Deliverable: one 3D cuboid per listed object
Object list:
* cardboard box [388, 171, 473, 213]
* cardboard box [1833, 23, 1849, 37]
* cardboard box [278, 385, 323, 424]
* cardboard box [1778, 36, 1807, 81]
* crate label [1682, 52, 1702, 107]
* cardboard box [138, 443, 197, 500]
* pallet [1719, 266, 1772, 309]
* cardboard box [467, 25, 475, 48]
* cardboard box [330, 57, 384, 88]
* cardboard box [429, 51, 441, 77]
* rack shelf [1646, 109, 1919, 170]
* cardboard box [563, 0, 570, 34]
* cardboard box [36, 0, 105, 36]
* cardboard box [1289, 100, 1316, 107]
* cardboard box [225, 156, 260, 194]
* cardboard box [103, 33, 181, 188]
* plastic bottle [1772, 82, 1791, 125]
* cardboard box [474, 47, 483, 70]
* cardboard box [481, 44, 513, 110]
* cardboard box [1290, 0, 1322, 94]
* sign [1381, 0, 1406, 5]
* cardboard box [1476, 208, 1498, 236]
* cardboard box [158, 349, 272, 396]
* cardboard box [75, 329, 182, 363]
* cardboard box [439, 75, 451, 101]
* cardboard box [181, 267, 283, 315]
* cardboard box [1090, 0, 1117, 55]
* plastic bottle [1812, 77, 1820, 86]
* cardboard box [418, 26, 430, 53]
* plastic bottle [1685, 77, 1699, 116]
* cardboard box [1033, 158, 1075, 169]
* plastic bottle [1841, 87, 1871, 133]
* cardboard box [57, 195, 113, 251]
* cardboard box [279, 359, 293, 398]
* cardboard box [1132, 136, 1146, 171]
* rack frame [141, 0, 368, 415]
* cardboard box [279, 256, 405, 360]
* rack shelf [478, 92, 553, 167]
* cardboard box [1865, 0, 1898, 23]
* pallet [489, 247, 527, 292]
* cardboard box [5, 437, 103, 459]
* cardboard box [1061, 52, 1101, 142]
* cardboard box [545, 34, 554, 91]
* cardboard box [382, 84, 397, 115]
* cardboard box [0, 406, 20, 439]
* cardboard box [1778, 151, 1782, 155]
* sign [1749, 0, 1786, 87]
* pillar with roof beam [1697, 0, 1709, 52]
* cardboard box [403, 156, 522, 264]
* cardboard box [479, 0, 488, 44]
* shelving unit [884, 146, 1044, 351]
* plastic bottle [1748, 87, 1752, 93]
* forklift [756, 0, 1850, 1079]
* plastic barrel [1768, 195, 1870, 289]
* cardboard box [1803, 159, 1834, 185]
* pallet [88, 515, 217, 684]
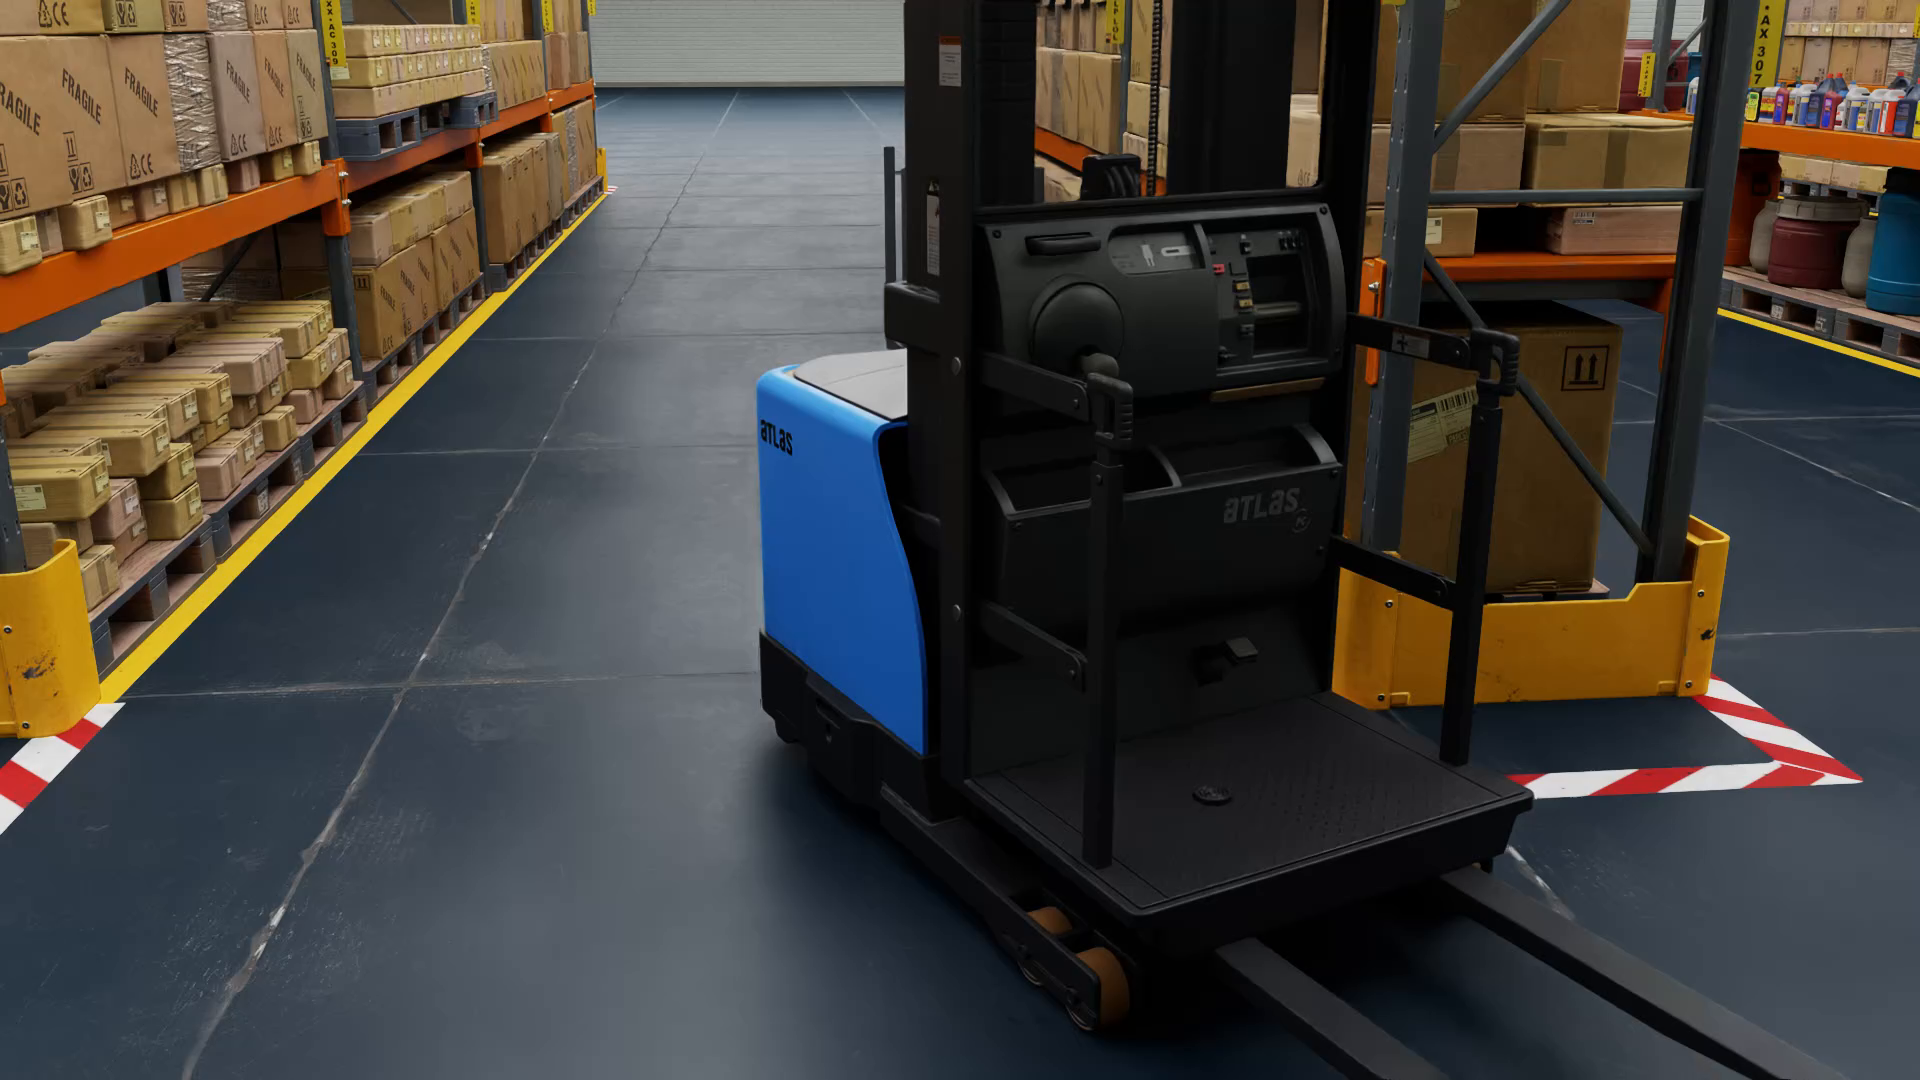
[{"bbox_3d":[-3.700,-2.421,11.600,0.500,0.250,0.500,-2,18,-7],"label":"cardboard box"},{"bbox_3d":[9.983,-5.681,18.513,0.380,0.149,0.250,-1,17,-4],"label":"cardboard box"},{"bbox_3d":[-3.204,-0.636,7.754,0.380,0.149,0.250,-2,18,-7],"label":"cardboard box"},{"bbox_3d":[10.081,-5.666,19.550,0.700,0.500,0.500,-2,18,-5],"label":"cardboard box"},{"bbox_3d":[6.006,-3.848,13.868,0.502,0.435,0.616,-2,18,-6],"label":"crate label"},{"bbox_3d":[-3.009,-0.247,6.017,0.380,0.149,0.250,-1,17,-4],"label":"cardboard box"},{"bbox_3d":[5.962,-1.963,12.577,1.003,0.211,1.213,-2,18,-6],"label":"pallet"},{"bbox_3d":[-3.501,-3.408,11.251,0.380,0.149,0.250,-2,18,-6],"label":"cardboard box"},{"bbox_3d":[-3.202,-2.413,8.577,0.380,0.149,0.250,-1,17,-5],"label":"cardboard box"},{"bbox_3d":[-3.365,-2.879,10.061,0.380,0.149,0.250,-2,18,-7],"label":"cardboard box"},{"bbox_3d":[6.046,-2.588,11.113,1.077,0.370,4.000,-2,18,-6],"label":"rack shelf"},{"bbox_3d":[-4.601,-5.623,17.528,0.875,0.550,0.500,-2,18,-6],"label":"cardboard box"},{"bbox_3d":[-3.047,-1.826,5.153,0.500,0.500,0.500,-1,17,-4],"label":"cardboard box"},{"bbox_3d":[1.319,-1.500,6.200,0.500,0.250,0.500,-2,18,-8],"label":"cardboard box"},{"bbox_3d":[-3.193,-1.549,7.022,0.380,0.149,0.250,-3,18,-8],"label":"cardboard box"},{"bbox_3d":[-3.096,-1.504,5.797,0.500,0.500,0.500,-2,17,-5],"label":"cardboard box"},{"bbox_3d":[5.636,-2.987,11.377,0.061,0.283,0.133,-2,18,-6],"label":"plastic bottle"},{"bbox_3d":[-3.527,-3.340,11.530,0.380,0.149,0.250,-1,17,-5],"label":"cardboard box"},{"bbox_3d":[-3.916,-3.742,13.422,0.500,0.500,0.500,-2,18,-6],"label":"cardboard box"},{"bbox_3d":[1.222,-2.158,7.045,0.500,0.500,0.500,-2,18,-7],"label":"cardboard box"},{"bbox_3d":[1.197,-1.643,4.575,0.100,0.325,0.005,-2,18,-6],"label":"sign"},{"bbox_3d":[1.975,-1.139,5.717,0.380,0.149,0.250,-2,18,-7],"label":"cardboard box"},{"bbox_3d":[-3.115,-0.699,6.960,0.380,0.149,0.250,-2,18,-8],"label":"cardboard box"},{"bbox_3d":[-3.695,-0.839,7.408,0.380,0.149,0.250,-2,18,-7],"label":"cardboard box"},{"bbox_3d":[-3.396,-2.816,10.358,0.380,0.149,0.250,-1,17,-4],"label":"cardboard box"},{"bbox_3d":[-3.946,-1.280,9.217,0.500,0.500,0.500,-2,18,-7],"label":"cardboard box"},{"bbox_3d":[1.192,-3.103,9.713,0.797,0.503,0.637,-2,17,-5],"label":"cardboard box"},{"bbox_3d":[6.329,-3.295,12.360,0.061,0.283,0.133,-2,18,-6],"label":"plastic bottle"},{"bbox_3d":[-3.336,-2.940,9.760,0.380,0.149,0.250,-1,17,-4],"label":"cardboard box"},{"bbox_3d":[5.562,-3.329,12.480,0.152,0.276,0.135,-2,18,-6],"label":"plastic bottle"},{"bbox_3d":[1.047,-2.089,11.168,1.225,0.875,0.875,-2,18,-5],"label":"cardboard box"},{"bbox_3d":[5.762,-2.752,10.641,0.152,0.276,0.135,-2,18,-6],"label":"plastic bottle"},{"bbox_3d":[-2.955,-1.010,5.307,0.380,0.149,0.250,-2,18,-7],"label":"cardboard box"},{"bbox_3d":[-3.256,-0.720,7.524,0.380,0.149,0.250,-2,18,-5],"label":"cardboard box"},{"bbox_3d":[1.052,-1.886,8.095,0.380,0.149,0.250,-2,18,-7],"label":"cardboard box"},{"bbox_3d":[-3.619,-2.059,8.228,1.000,3.000,0.127,-2,18,-6],"label":"rack frame"},{"bbox_3d":[-3.431,-1.295,9.267,0.500,0.500,0.500,-1,17,-3],"label":"cardboard box"},{"bbox_3d":[-4.238,-3.503,14.030,1.077,0.370,4.000,-2,18,-6],"label":"rack shelf"},{"bbox_3d":[10.249,-5.820,17.874,0.700,0.500,0.500,-2,18,-6],"label":"cardboard box"},{"bbox_3d":[-4.038,-2.158,13.197,1.003,0.211,1.213,-2,18,-6],"label":"pallet"},{"bbox_3d":[-3.070,-0.236,5.487,0.380,0.149,0.250,-1,17,-5],"label":"cardboard box"},{"bbox_3d":[0.900,-2.664,9.988,0.500,0.500,0.500,-2,18,-6],"label":"cardboard box"},{"bbox_3d":[-4.573,-4.787,16.666,0.875,0.550,0.550,-2,18,-6],"label":"cardboard box"},{"bbox_3d":[-3.236,-2.354,8.884,0.380,0.149,0.250,-2,17,-5],"label":"cardboard box"},{"bbox_3d":[-3.598,-0.370,5.914,0.380,0.149,0.250,-2,18,-8],"label":"cardboard box"},{"bbox_3d":[9.893,-4.844,19.738,0.500,0.500,0.500,-2,18,-6],"label":"cardboard box"},{"bbox_3d":[2.290,-1.457,4.732,0.100,0.325,0.005,-2,18,-6],"label":"sign"},{"bbox_3d":[10.281,-12.339,30.957,9.100,9.000,0.400,-2,18,-6],"label":"pillar with roof beam"},{"bbox_3d":[-4.005,-2.562,12.885,1.050,0.750,0.750,-2,18,-6],"label":"cardboard box"},{"bbox_3d":[-4.176,-4.213,13.253,0.700,0.500,0.500,-2,18,-6],"label":"cardboard box"},{"bbox_3d":[-0.008,-0.738,6.525,0.587,1.500,1.083,-2,18,-6],"label":"shelving unit"},{"bbox_3d":[5.655,-3.155,11.934,0.097,0.271,0.097,0,17,0],"label":"plastic bottle"},{"bbox_3d":[0.579,-0.539,3.501,1.130,2.935,3.031,-10,20,-28],"label":"forklift"},{"bbox_3d":[6.023,-2.095,11.667,0.600,0.588,0.708,-2,18,-6],"label":"plastic barrel"},{"bbox_3d":[9.981,-4.188,18.899,0.500,0.250,0.500,-2,18,-6],"label":"cardboard box"},{"bbox_3d":[-3.263,0.197,5.696,1.003,0.211,1.213,-2,18,-6],"label":"pallet"}]
